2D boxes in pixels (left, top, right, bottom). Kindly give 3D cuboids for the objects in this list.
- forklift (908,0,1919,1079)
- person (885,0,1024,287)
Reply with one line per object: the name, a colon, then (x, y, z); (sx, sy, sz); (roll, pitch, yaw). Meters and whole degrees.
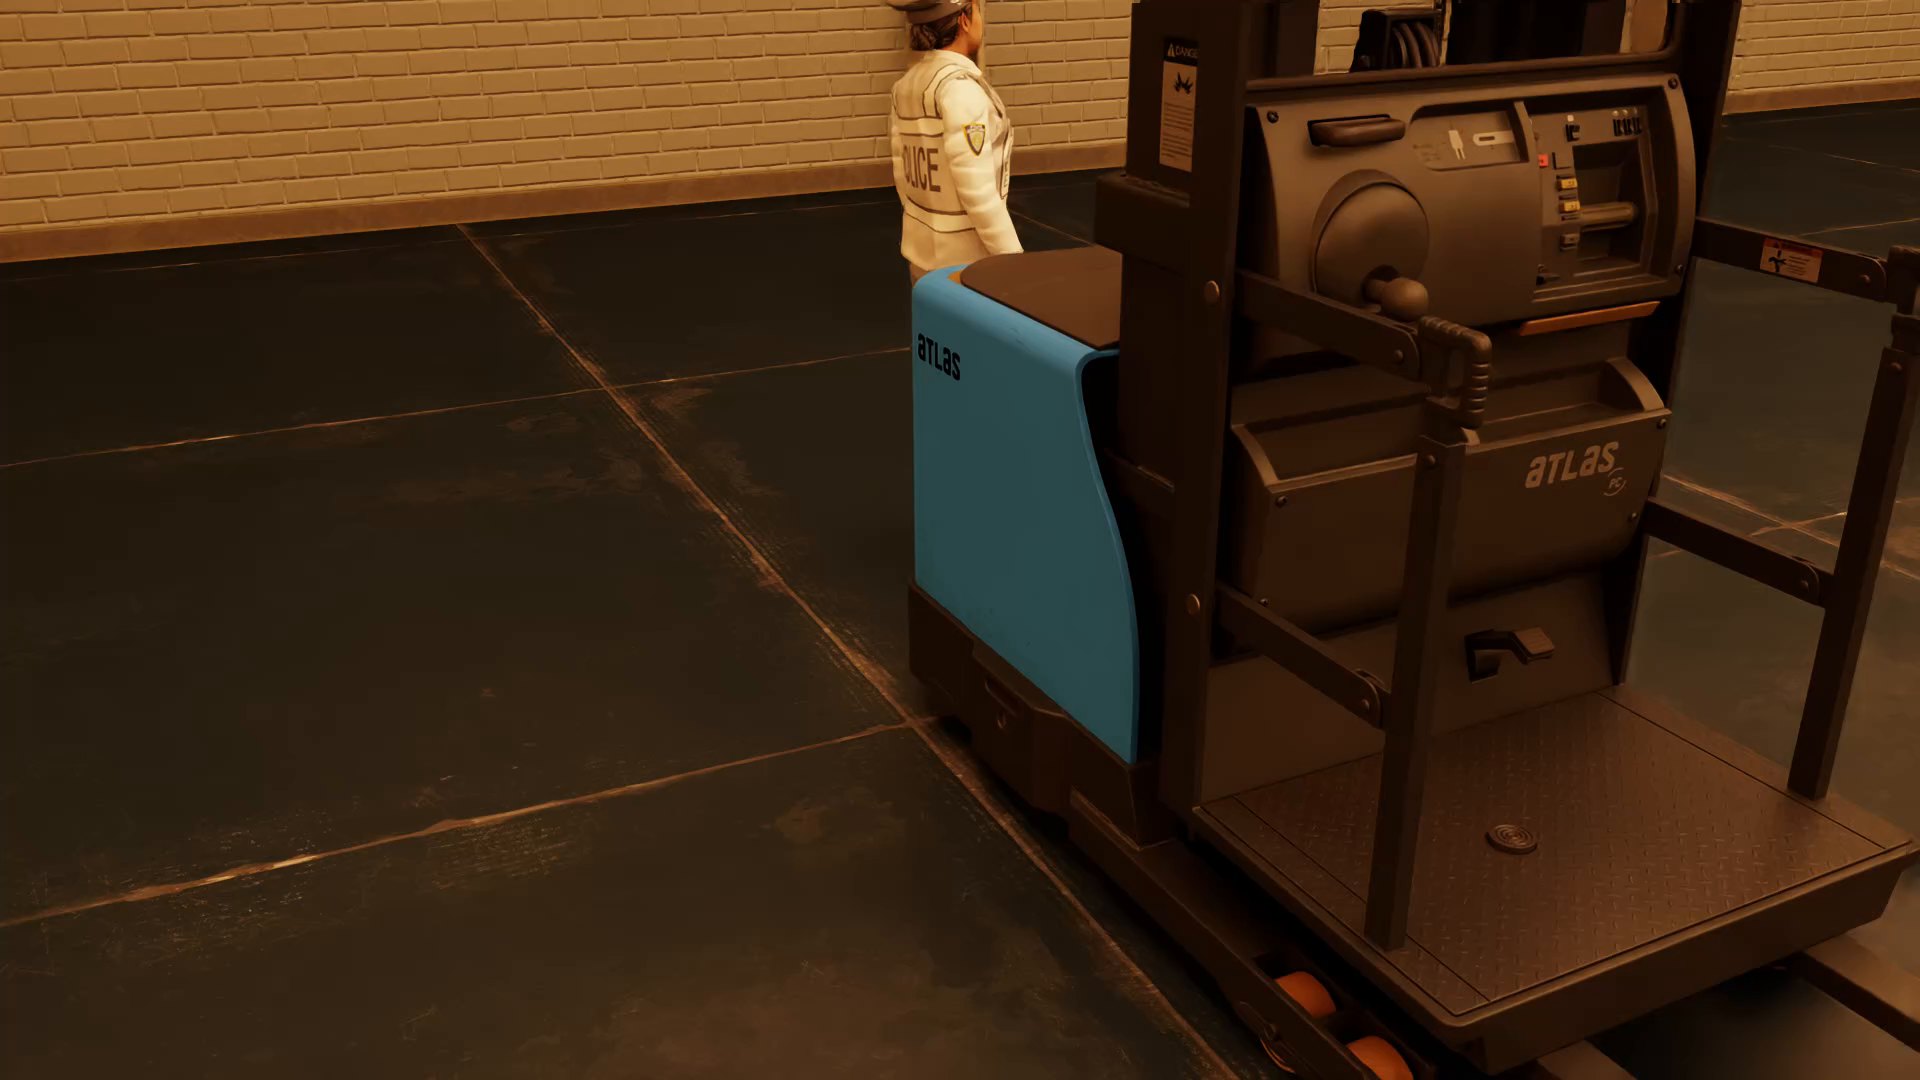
forklift: (0.991, -0.562, 2.638); (1.130, 2.935, 3.031); (-11, 25, -25)
person: (0.065, -0.797, 4.805); (0.509, 1.693, 0.602); (-11, 25, -25)
